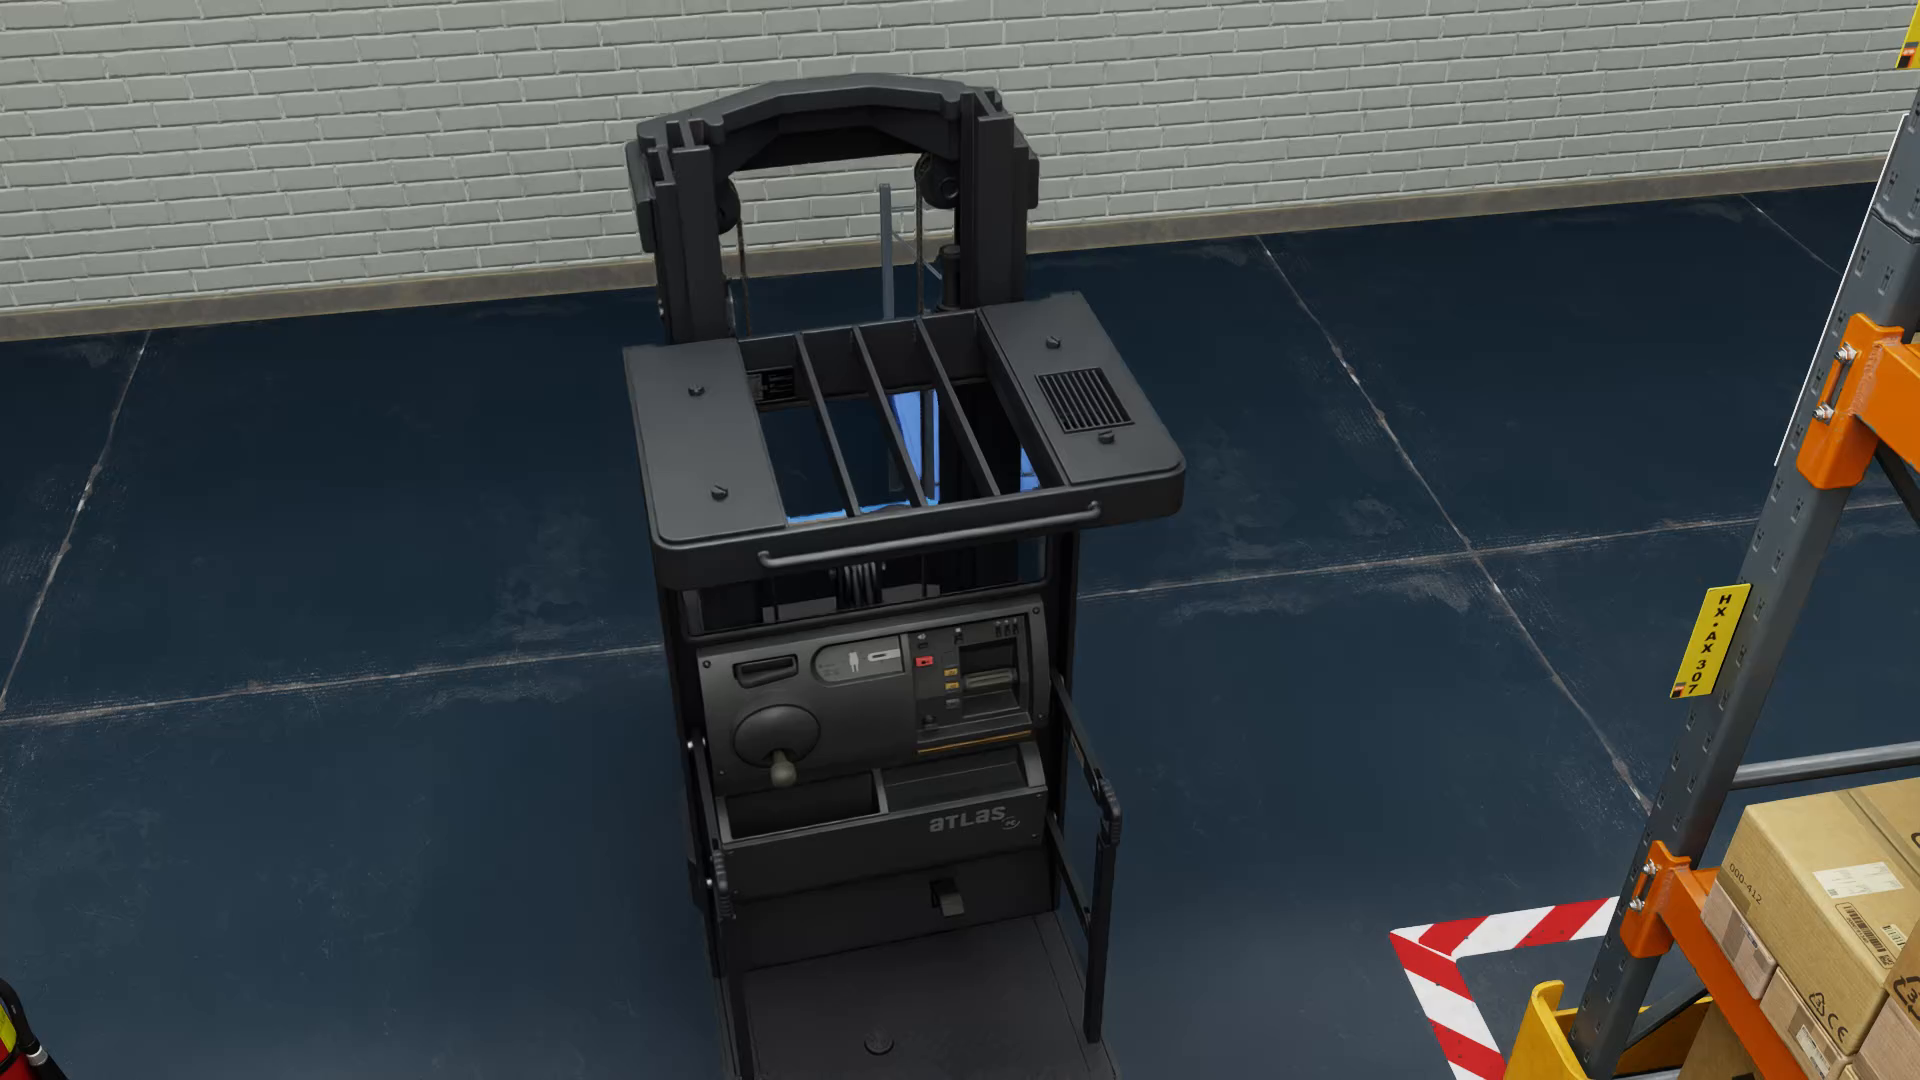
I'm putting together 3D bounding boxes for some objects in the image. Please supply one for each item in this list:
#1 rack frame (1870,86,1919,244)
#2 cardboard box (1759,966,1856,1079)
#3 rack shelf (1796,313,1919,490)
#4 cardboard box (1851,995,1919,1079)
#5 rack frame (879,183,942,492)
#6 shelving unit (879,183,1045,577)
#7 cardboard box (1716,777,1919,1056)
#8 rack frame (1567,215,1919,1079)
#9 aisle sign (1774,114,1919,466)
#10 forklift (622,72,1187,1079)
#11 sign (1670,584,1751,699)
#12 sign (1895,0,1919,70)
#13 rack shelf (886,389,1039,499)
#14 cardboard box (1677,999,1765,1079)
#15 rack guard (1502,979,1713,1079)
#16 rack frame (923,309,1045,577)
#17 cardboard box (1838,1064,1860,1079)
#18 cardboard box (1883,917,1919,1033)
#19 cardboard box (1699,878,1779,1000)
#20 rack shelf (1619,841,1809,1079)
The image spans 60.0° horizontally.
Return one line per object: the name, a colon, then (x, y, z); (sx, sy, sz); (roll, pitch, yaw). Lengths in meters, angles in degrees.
rack frame: (2.232, -1.821, 2.260); (1.000, 3.000, 0.127); (-6, 38, -8)
cardboard box: (2.016, 1.052, 3.656); (0.380, 0.149, 0.250); (-7, 38, -9)
rack shelf: (2.583, 0.855, 1.846); (1.077, 0.370, 4.000); (-6, 38, -8)
cardboard box: (2.148, 1.122, 3.241); (0.500, 0.250, 0.500); (-7, 38, -9)
rack frame: (-0.074, -0.848, 7.119); (0.500, 1.500, 0.032); (-6, 38, -8)
shelving unit: (0.015, -0.541, 6.724); (0.538, 1.500, 1.048); (-6, 38, -8)
cardboard box: (2.050, 0.808, 3.644); (0.500, 0.250, 0.500); (-7, 38, -9)
rack frame: (2.232, 0.548, 4.100); (1.000, 3.000, 0.127); (-6, 38, -8)
aisle sign: (1.924, -0.490, 3.317); (0.394, 0.787, 0.004); (-6, 38, -8)
forklift: (-0.165, 0.477, 4.246); (1.130, 2.935, 3.031); (-9, 39, -11)
sign: (1.685, 0.231, 3.738); (0.100, 0.325, 0.005); (-6, 38, -8)
sign: (1.685, -0.957, 2.815); (0.100, 0.325, 0.005); (-6, 38, -8)
rack shelf: (0.015, -0.399, 6.834); (0.538, 0.185, 1.000); (-6, 38, -8)
cardboard box: (2.423, 1.599, 4.137); (0.875, 0.875, 0.875); (-6, 38, -8)
rack guard: (2.228, 1.520, 4.886); (1.175, 0.500, 0.348); (-6, 38, -8)
rack frame: (0.104, -0.234, 6.328); (0.500, 1.500, 0.032); (-6, 38, -8)
cardboard box: (2.061, 1.206, 3.457); (0.380, 0.149, 0.250); (-7, 38, -9)
cardboard box: (2.138, 0.814, 3.025); (0.500, 0.500, 0.500); (-7, 38, -9)
cardboard box: (1.970, 0.897, 3.855); (0.380, 0.149, 0.250); (-6, 38, -7)
rack shelf: (2.583, 2.040, 2.766); (1.077, 0.370, 4.000); (-6, 38, -8)
